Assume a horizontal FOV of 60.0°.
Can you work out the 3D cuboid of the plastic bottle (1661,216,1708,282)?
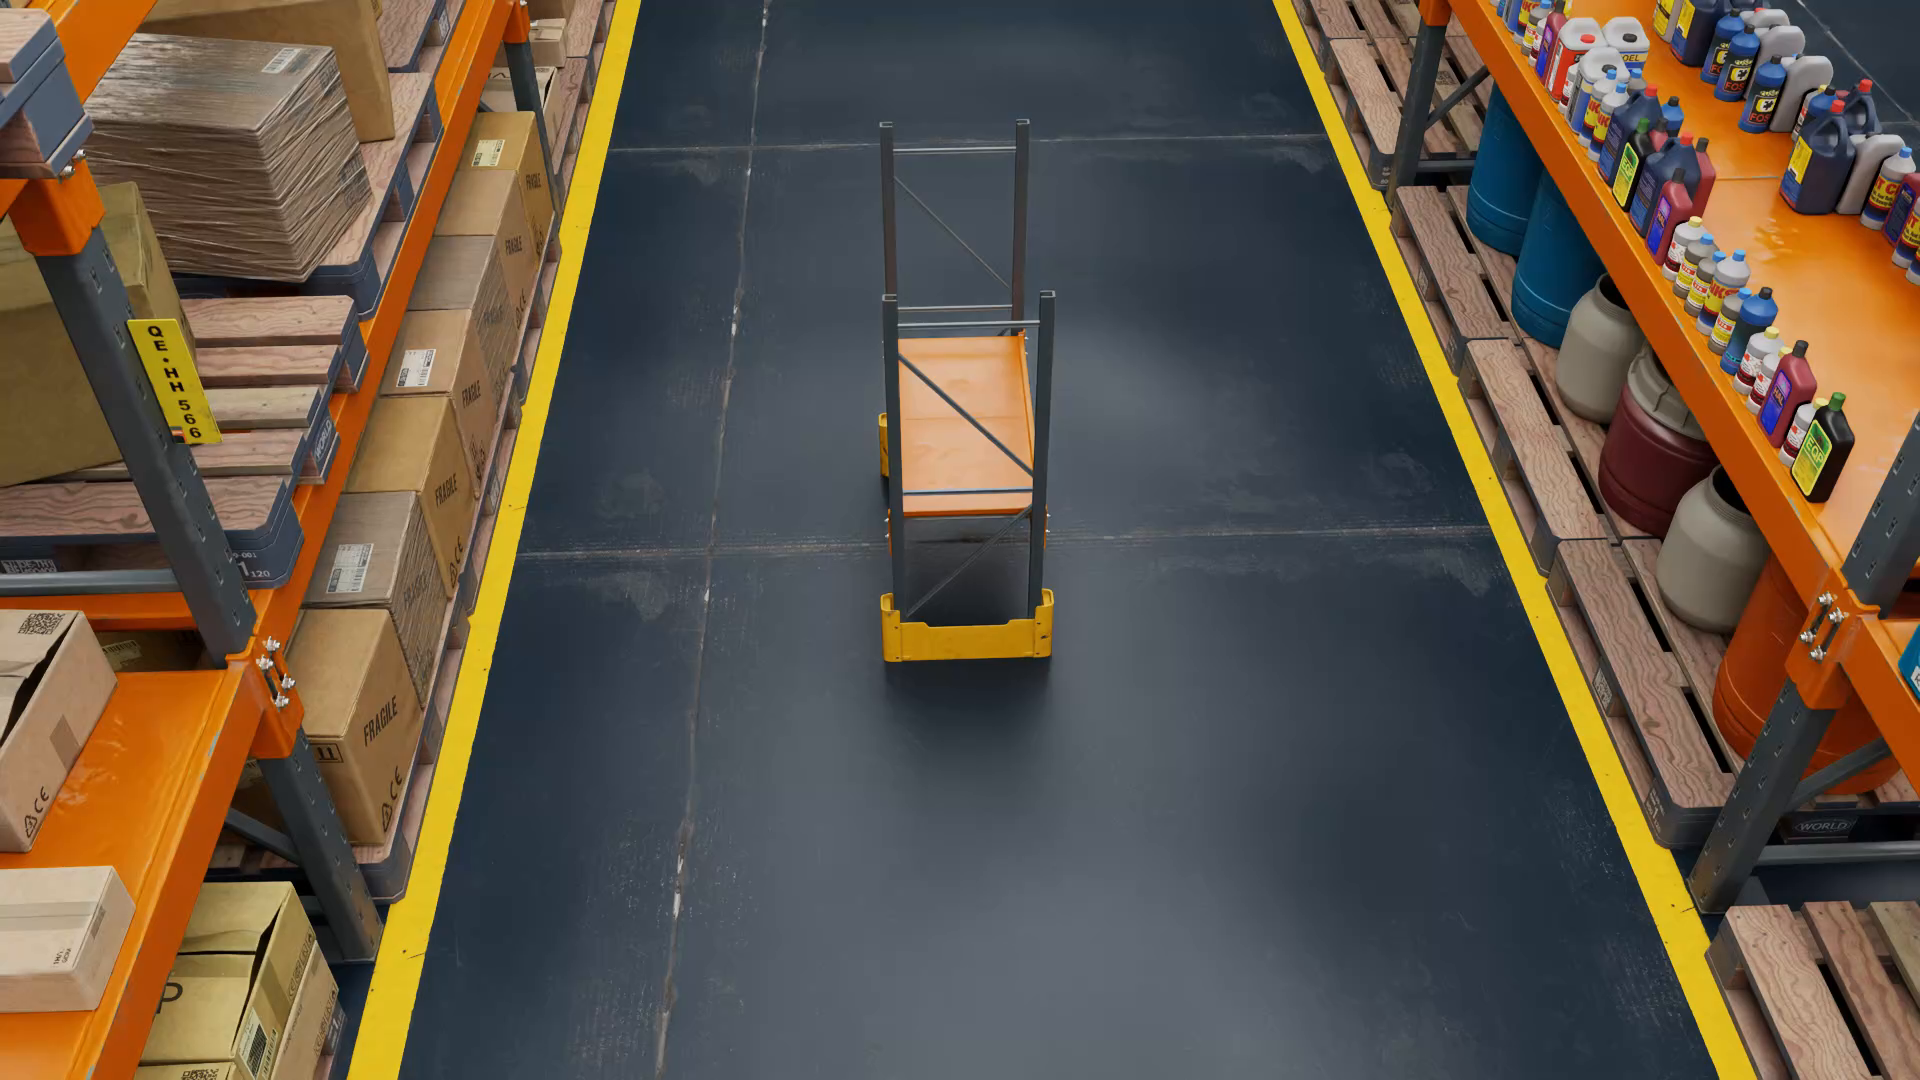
[{"bbox_3d":[2.259,-0.910,5.170,0.097,0.201,0.097,0,43,0],"label":"plastic bottle"}]

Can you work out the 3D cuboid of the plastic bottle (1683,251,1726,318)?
[{"bbox_3d":[2.267,-0.778,5.026,0.097,0.201,0.097,0,43,0],"label":"plastic bottle"}]

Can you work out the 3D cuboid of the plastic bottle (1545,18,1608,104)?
[{"bbox_3d":[2.236,-1.734,6.014,0.152,0.276,0.135,-2,43,-2],"label":"plastic bottle"}]

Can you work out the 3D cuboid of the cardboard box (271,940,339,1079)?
[{"bbox_3d":[-1.955,1.319,4.316,0.500,0.250,0.500,-1,43,-1],"label":"cardboard box"}]

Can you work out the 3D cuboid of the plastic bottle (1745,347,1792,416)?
[{"bbox_3d":[2.288,-0.450,4.668,0.097,0.201,0.097,0,43,0],"label":"plastic bottle"}]

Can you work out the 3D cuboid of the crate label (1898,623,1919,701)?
[{"bbox_3d":[2.371,0.329,3.795,0.303,0.233,0.416,-2,43,-2],"label":"crate label"}]

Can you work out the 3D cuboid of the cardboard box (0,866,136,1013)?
[{"bbox_3d":[-1.907,0.803,3.340,0.380,0.149,0.250,-2,43,-2],"label":"cardboard box"}]

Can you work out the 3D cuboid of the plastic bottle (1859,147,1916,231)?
[{"bbox_3d":[3.006,-1.141,5.370,0.097,0.271,0.097,0,43,0],"label":"plastic bottle"}]

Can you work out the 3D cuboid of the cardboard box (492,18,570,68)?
[{"bbox_3d":[-2.240,-2.580,8.616,0.380,0.166,0.250,-2,43,-2],"label":"cardboard box"}]

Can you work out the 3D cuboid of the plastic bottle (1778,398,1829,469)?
[{"bbox_3d":[2.298,-0.294,4.498,0.097,0.201,0.097,0,43,0],"label":"plastic bottle"}]

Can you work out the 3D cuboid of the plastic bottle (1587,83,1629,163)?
[{"bbox_3d":[2.228,-1.431,5.687,0.097,0.271,0.097,0,43,0],"label":"plastic bottle"}]

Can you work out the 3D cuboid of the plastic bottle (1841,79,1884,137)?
[{"bbox_3d":[2.971,-1.355,5.545,0.144,0.351,0.185,-2,43,-2],"label":"plastic bottle"}]

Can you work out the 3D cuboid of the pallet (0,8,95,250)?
[{"bbox_3d":[-2.103,-0.469,2.462,1.213,0.211,1.003,0,43,0],"label":"pallet"}]

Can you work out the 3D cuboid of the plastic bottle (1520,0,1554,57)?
[{"bbox_3d":[2.194,-1.940,6.294,0.097,0.201,0.097,0,43,0],"label":"plastic bottle"}]

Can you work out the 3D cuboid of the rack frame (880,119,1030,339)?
[{"bbox_3d":[-0.018,-0.838,6.055,0.500,1.500,0.032,-2,43,-2],"label":"rack frame"}]

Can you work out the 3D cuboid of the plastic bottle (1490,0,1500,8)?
[{"bbox_3d":[2.176,-2.228,6.608,0.097,0.201,0.097,0,43,0],"label":"plastic bottle"}]

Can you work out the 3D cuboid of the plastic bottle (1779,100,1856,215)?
[{"bbox_3d":[2.824,-1.260,5.441,0.144,0.351,0.185,-2,43,-2],"label":"plastic bottle"}]

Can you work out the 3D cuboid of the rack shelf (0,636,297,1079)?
[{"bbox_3d":[-2.136,1.727,2.678,1.077,0.370,4.000,-2,43,-2],"label":"rack shelf"}]

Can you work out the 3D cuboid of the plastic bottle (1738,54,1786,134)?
[{"bbox_3d":[2.826,-1.574,5.842,0.097,0.271,0.097,0,43,0],"label":"plastic bottle"}]

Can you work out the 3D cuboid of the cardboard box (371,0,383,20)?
[{"bbox_3d":[-2.502,-1.992,5.818,0.700,0.500,0.500,5,43,5],"label":"cardboard box"}]

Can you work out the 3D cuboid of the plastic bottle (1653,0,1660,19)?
[{"bbox_3d":[2.789,-2.136,6.507,0.097,0.201,0.097,0,43,0],"label":"plastic bottle"}]

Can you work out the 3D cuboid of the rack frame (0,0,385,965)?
[{"bbox_3d":[-2.221,0.112,3.908,1.000,3.000,0.127,-2,43,-2],"label":"rack frame"}]

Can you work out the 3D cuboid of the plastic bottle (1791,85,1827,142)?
[{"bbox_3d":[2.982,-1.486,5.799,0.097,0.201,0.097,0,43,0],"label":"plastic bottle"}]

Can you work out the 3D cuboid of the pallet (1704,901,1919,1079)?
[{"bbox_3d":[2.722,1.524,4.431,1.003,0.211,1.213,-2,43,-2],"label":"pallet"}]

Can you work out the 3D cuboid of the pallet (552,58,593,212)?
[{"bbox_3d":[-2.419,-2.024,8.303,1.003,0.211,1.213,-2,43,-2],"label":"pallet"}]

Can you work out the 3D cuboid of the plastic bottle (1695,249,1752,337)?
[{"bbox_3d":[2.271,-0.739,4.931,0.097,0.271,0.097,0,43,0],"label":"plastic bottle"}]

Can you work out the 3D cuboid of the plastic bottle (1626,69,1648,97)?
[{"bbox_3d":[2.370,-1.566,5.886,0.097,0.201,0.097,0,43,0],"label":"plastic bottle"}]

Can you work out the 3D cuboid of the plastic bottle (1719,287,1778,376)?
[{"bbox_3d":[2.279,-0.607,4.788,0.097,0.271,0.097,0,43,0],"label":"plastic bottle"}]

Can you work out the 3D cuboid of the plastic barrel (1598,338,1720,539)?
[{"bbox_3d":[2.642,-0.386,5.925,0.600,0.588,0.708,-2,43,-2],"label":"plastic barrel"}]

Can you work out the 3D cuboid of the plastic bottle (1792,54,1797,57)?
[{"bbox_3d":[2.972,-1.643,5.970,0.097,0.201,0.097,0,43,0],"label":"plastic bottle"}]

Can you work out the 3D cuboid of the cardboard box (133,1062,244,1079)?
[{"bbox_3d":[-1.925,1.461,3.745,0.500,0.311,0.500,-2,43,-2],"label":"cardboard box"}]

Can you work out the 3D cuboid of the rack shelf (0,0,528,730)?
[{"bbox_3d":[-2.306,-0.973,5.624,1.077,0.370,4.000,-2,43,-2],"label":"rack shelf"}]

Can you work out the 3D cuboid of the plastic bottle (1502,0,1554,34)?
[{"bbox_3d":[2.212,-2.112,6.426,0.152,0.276,0.135,-2,43,-2],"label":"plastic bottle"}]

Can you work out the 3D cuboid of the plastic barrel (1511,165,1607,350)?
[{"bbox_3d":[2.594,-1.264,6.651,0.600,0.901,0.708,-2,43,-2],"label":"plastic barrel"}]

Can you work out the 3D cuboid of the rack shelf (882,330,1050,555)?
[{"bbox_3d":[0.004,-0.363,5.802,0.538,0.185,1.000,-2,43,-2],"label":"rack shelf"}]

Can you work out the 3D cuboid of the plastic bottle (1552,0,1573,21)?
[{"bbox_3d":[2.336,-2.101,6.469,0.097,0.201,0.097,0,43,0],"label":"plastic bottle"}]

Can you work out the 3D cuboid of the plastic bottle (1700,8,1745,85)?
[{"bbox_3d":[2.811,-1.821,6.112,0.097,0.271,0.097,0,43,0],"label":"plastic bottle"}]

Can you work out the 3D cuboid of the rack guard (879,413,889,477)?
[{"bbox_3d":[-0.018,-0.377,6.476,0.587,0.250,0.087,-2,43,-2],"label":"rack guard"}]

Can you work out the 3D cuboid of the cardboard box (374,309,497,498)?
[{"bbox_3d":[-2.027,-0.489,6.088,0.500,0.500,0.500,-3,43,-3],"label":"cardboard box"}]

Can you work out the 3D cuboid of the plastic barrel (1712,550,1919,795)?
[{"bbox_3d":[2.690,0.287,5.012,0.600,0.830,0.708,-2,43,-2],"label":"plastic barrel"}]

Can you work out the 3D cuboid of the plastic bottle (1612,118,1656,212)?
[{"bbox_3d":[2.222,-1.232,5.461,0.061,0.283,0.133,-2,43,-2],"label":"plastic bottle"}]

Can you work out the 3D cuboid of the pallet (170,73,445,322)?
[{"bbox_3d":[-2.309,-1.130,5.405,1.003,0.211,1.213,-2,43,-2],"label":"pallet"}]

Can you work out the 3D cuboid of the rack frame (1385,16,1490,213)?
[{"bbox_3d":[2.558,-2.728,7.007,1.000,3.000,0.127,-2,43,-2],"label":"rack frame"}]

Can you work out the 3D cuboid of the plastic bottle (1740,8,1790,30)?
[{"bbox_3d":[2.934,-1.839,6.128,0.152,0.276,0.135,-2,43,-2],"label":"plastic bottle"}]

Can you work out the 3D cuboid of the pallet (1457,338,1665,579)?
[{"bbox_3d":[2.604,-0.353,6.479,1.003,0.211,1.213,-2,43,-2],"label":"pallet"}]

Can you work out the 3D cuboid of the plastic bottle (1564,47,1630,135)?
[{"bbox_3d":[2.246,-1.578,5.843,0.152,0.276,0.135,-2,43,-2],"label":"plastic bottle"}]

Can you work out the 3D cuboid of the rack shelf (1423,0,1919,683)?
[{"bbox_3d":[2.643,-1.113,5.777,1.077,0.370,4.000,-2,43,-2],"label":"rack shelf"}]

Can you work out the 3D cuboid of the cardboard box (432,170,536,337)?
[{"bbox_3d":[-2.071,-1.171,6.832,0.500,0.500,0.500,-2,43,-2],"label":"cardboard box"}]

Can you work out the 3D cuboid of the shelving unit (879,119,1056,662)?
[{"bbox_3d":[0.003,-0.501,5.687,0.587,1.500,1.083,-2,43,-2],"label":"shelving unit"}]

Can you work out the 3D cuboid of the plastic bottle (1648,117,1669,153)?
[{"bbox_3d":[2.283,-1.234,5.463,0.061,0.283,0.133,-2,43,-2],"label":"plastic bottle"}]

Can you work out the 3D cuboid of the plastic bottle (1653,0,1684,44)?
[{"bbox_3d":[2.780,-2.095,6.352,0.144,0.351,0.185,-2,43,-2],"label":"plastic bottle"}]

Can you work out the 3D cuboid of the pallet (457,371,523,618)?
[{"bbox_3d":[-2.264,-0.187,6.298,1.003,0.211,1.213,-2,43,-2],"label":"pallet"}]

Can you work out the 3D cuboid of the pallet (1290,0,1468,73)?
[{"bbox_3d":[2.433,-3.021,9.390,1.003,0.211,1.213,-2,43,-2],"label":"pallet"}]

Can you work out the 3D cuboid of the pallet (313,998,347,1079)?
[{"bbox_3d":[-2.225,1.696,4.243,1.003,0.211,1.213,-2,43,-2],"label":"pallet"}]

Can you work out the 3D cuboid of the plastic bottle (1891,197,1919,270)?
[{"bbox_3d":[3.015,-0.985,5.200,0.097,0.271,0.097,0,43,0],"label":"plastic bottle"}]

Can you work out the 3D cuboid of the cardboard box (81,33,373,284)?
[{"bbox_3d":[-2.209,-1.125,4.873,0.700,0.500,0.500,6,43,6],"label":"cardboard box"}]

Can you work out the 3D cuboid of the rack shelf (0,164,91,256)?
[{"bbox_3d":[-2.136,0.621,1.665,1.077,0.370,4.000,-2,43,-2],"label":"rack shelf"}]

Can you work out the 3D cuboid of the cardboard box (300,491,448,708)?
[{"bbox_3d":[-1.983,0.202,5.334,0.500,0.500,0.500,-3,43,-3],"label":"cardboard box"}]

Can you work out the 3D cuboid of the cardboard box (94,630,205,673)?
[{"bbox_3d":[-2.496,0.246,5.286,0.500,0.500,0.500,0,43,0],"label":"cardboard box"}]
